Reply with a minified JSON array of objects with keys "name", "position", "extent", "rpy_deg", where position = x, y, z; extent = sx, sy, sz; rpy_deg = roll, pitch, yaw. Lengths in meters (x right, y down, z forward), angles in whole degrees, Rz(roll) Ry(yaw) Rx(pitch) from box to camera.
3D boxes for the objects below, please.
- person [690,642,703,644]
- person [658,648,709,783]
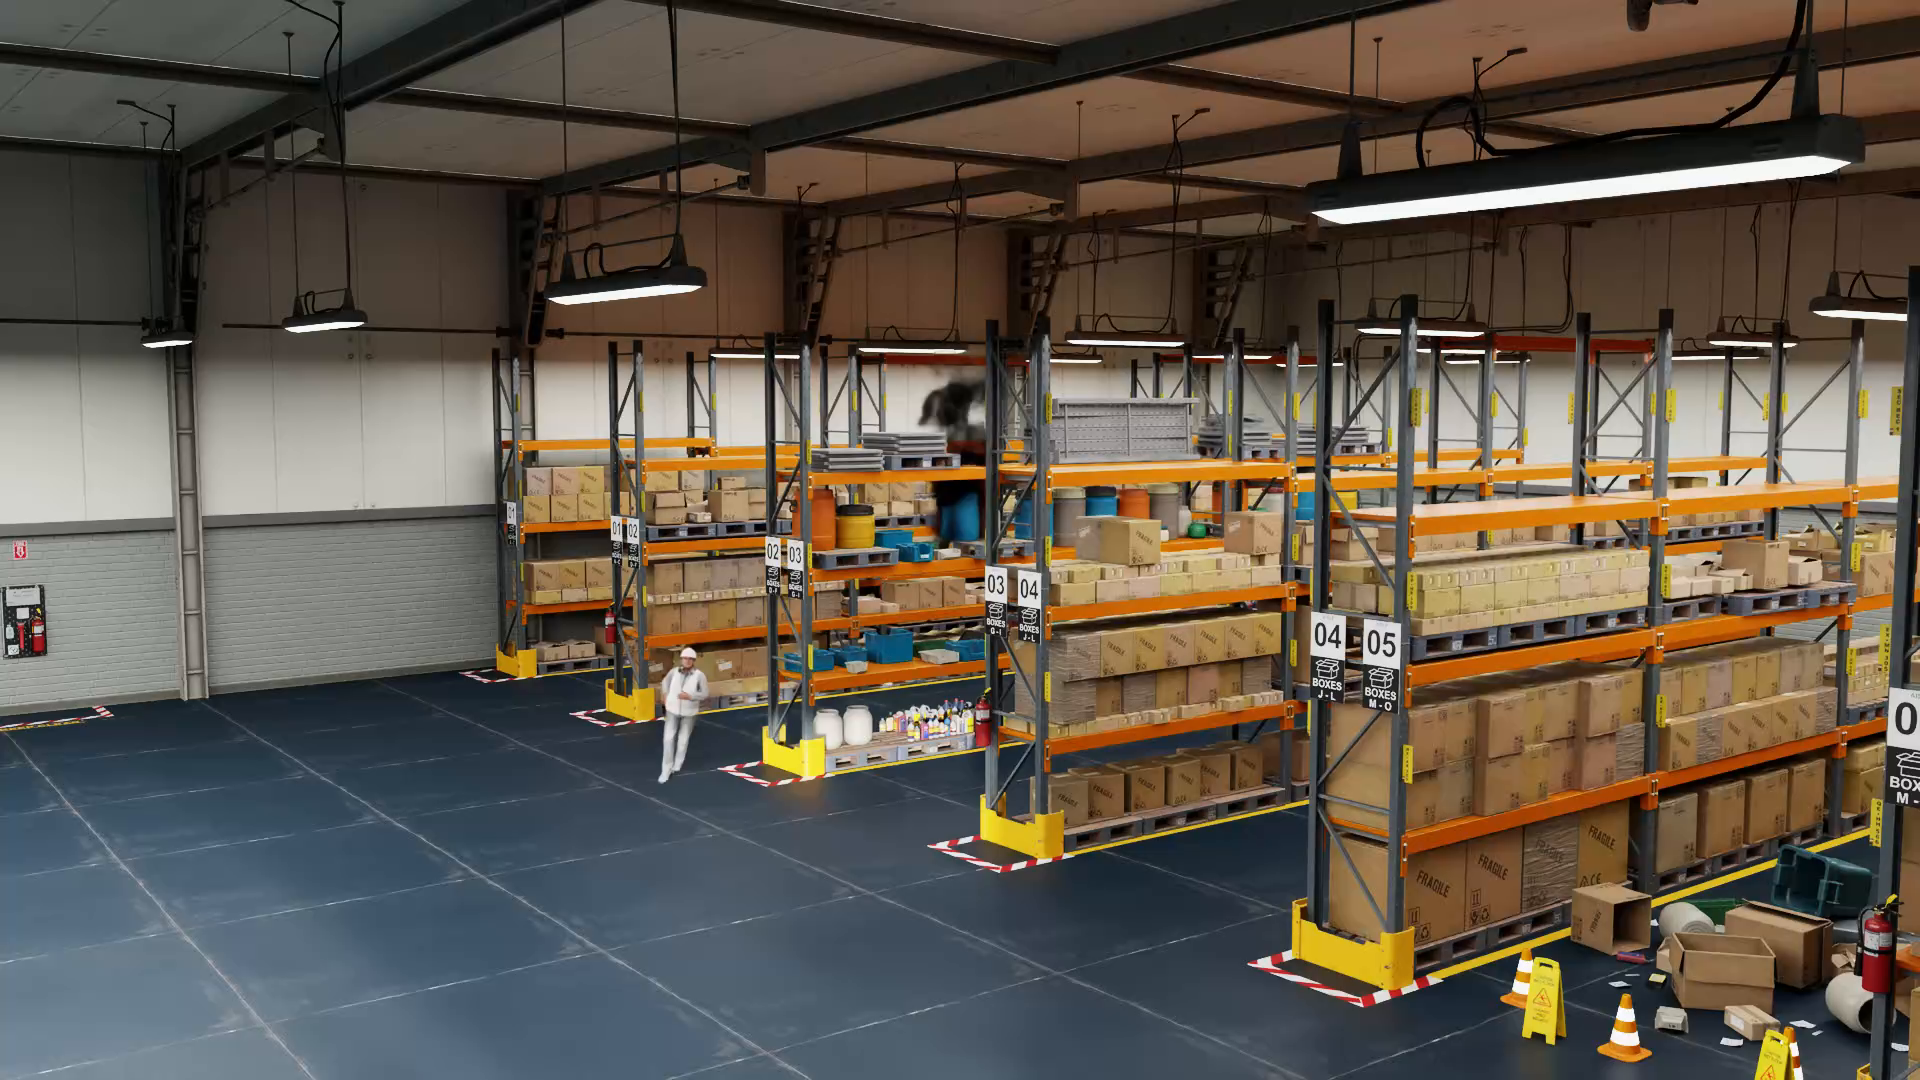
[{"name":"person","position":[-4.610,1.666,29.708],"extent":[0.968,1.747,0.710],"rpy_deg":[-5,7,-42]},{"name":"person","position":[-3.709,2.337,22.422],"extent":[0.675,1.818,0.713],"rpy_deg":[0,5,-2]}]
